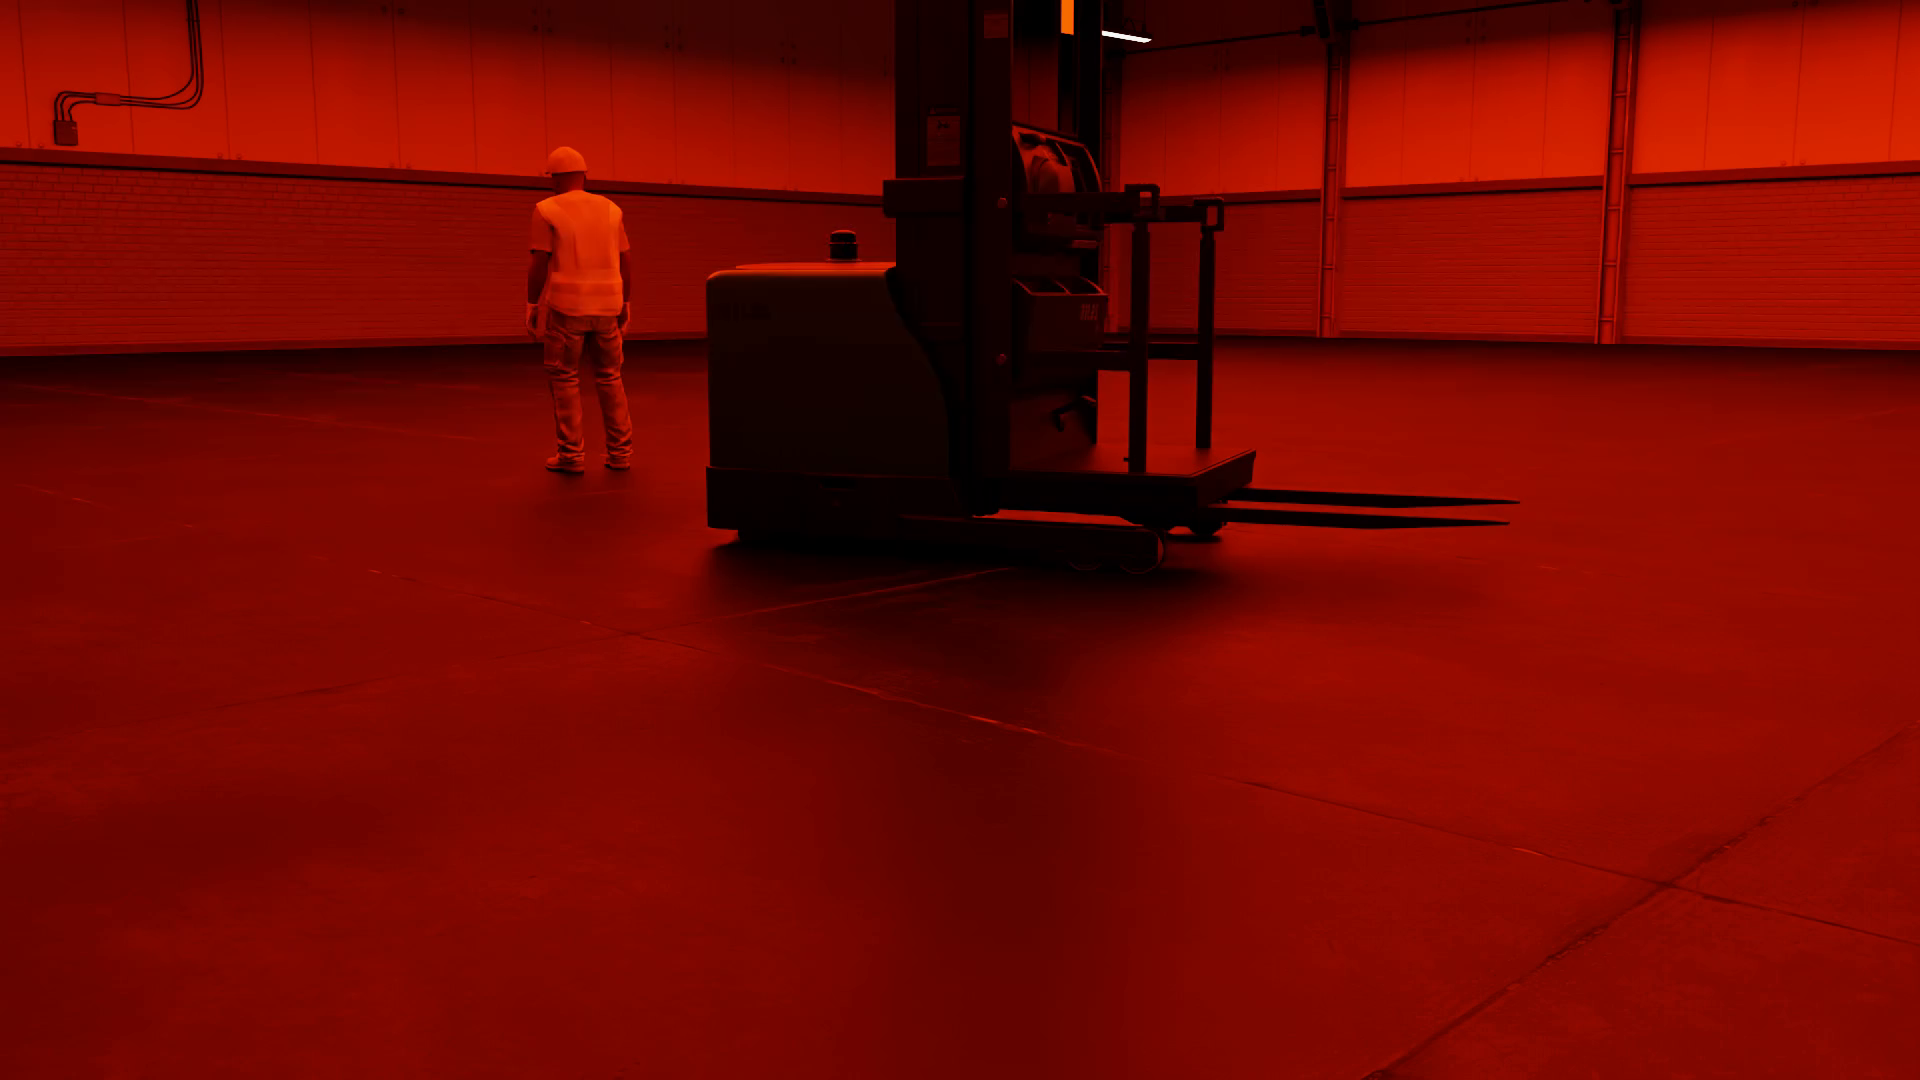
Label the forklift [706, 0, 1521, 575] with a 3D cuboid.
[{"bbox_3d":[0.565,-1.416,6.275,3.031,2.935,1.130,3,9,22],"label":"forklift"}]

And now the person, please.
[{"bbox_3d":[-2.104,-1.271,9.212,0.632,1.775,0.449,-7,11,-38],"label":"person"}]
